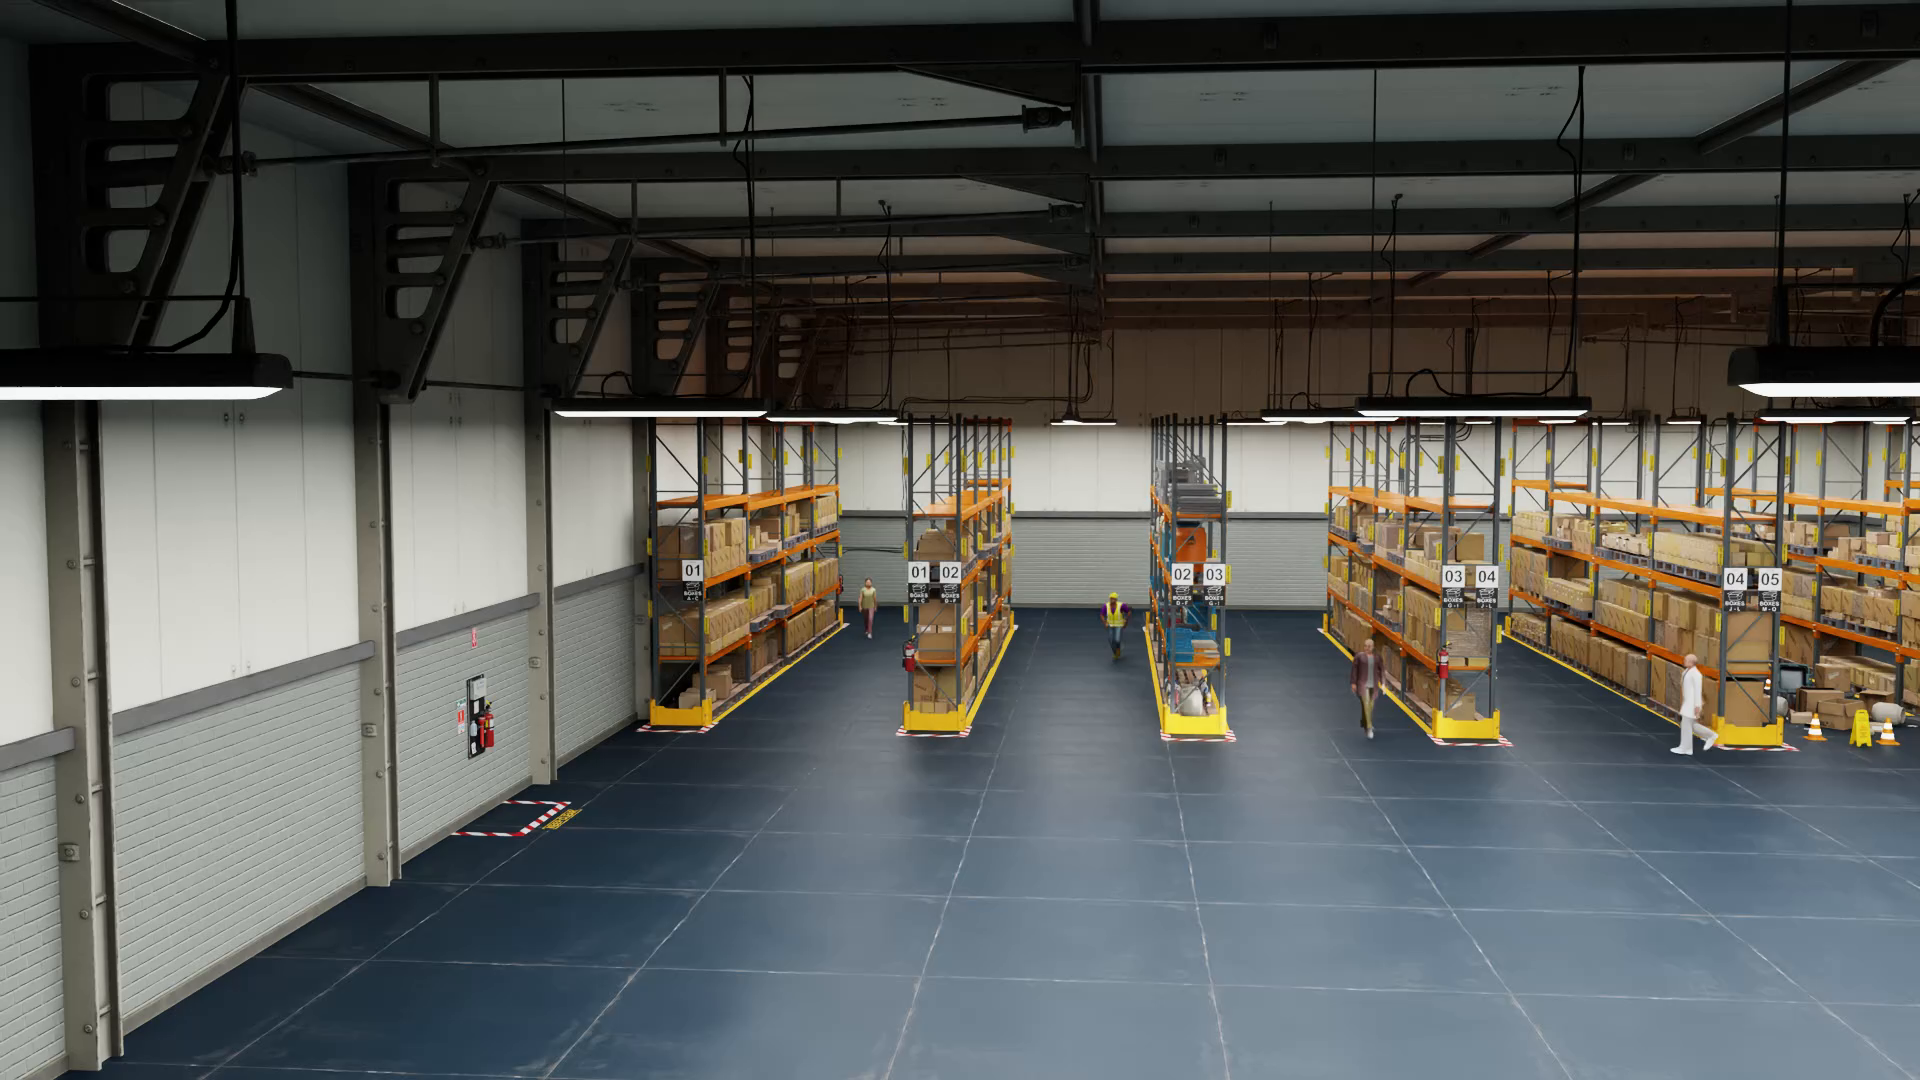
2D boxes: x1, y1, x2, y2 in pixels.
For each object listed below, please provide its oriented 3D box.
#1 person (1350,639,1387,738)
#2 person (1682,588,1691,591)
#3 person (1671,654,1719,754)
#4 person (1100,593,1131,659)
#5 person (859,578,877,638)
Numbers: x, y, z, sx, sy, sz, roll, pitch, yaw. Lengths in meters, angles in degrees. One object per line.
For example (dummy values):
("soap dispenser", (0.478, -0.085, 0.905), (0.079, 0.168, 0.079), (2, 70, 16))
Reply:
("person", (7.646, 2.743, 31.106), (0.611, 1.792, 0.836), (-1, 4, -8))
("person", (18.492, 2.037, 42.295), (0.457, 1.658, 0.504), (-2, 4, -27))
("person", (12.907, 2.871, 29.152), (0.839, 1.757, 0.593), (1, 4, 10))
("person", (3.854, 2.122, 41.144), (0.744, 1.667, 0.678), (1, 4, 15))
("person", (-2.527, 1.848, 45.450), (0.468, 1.612, 1.082), (0, 4, 2))
